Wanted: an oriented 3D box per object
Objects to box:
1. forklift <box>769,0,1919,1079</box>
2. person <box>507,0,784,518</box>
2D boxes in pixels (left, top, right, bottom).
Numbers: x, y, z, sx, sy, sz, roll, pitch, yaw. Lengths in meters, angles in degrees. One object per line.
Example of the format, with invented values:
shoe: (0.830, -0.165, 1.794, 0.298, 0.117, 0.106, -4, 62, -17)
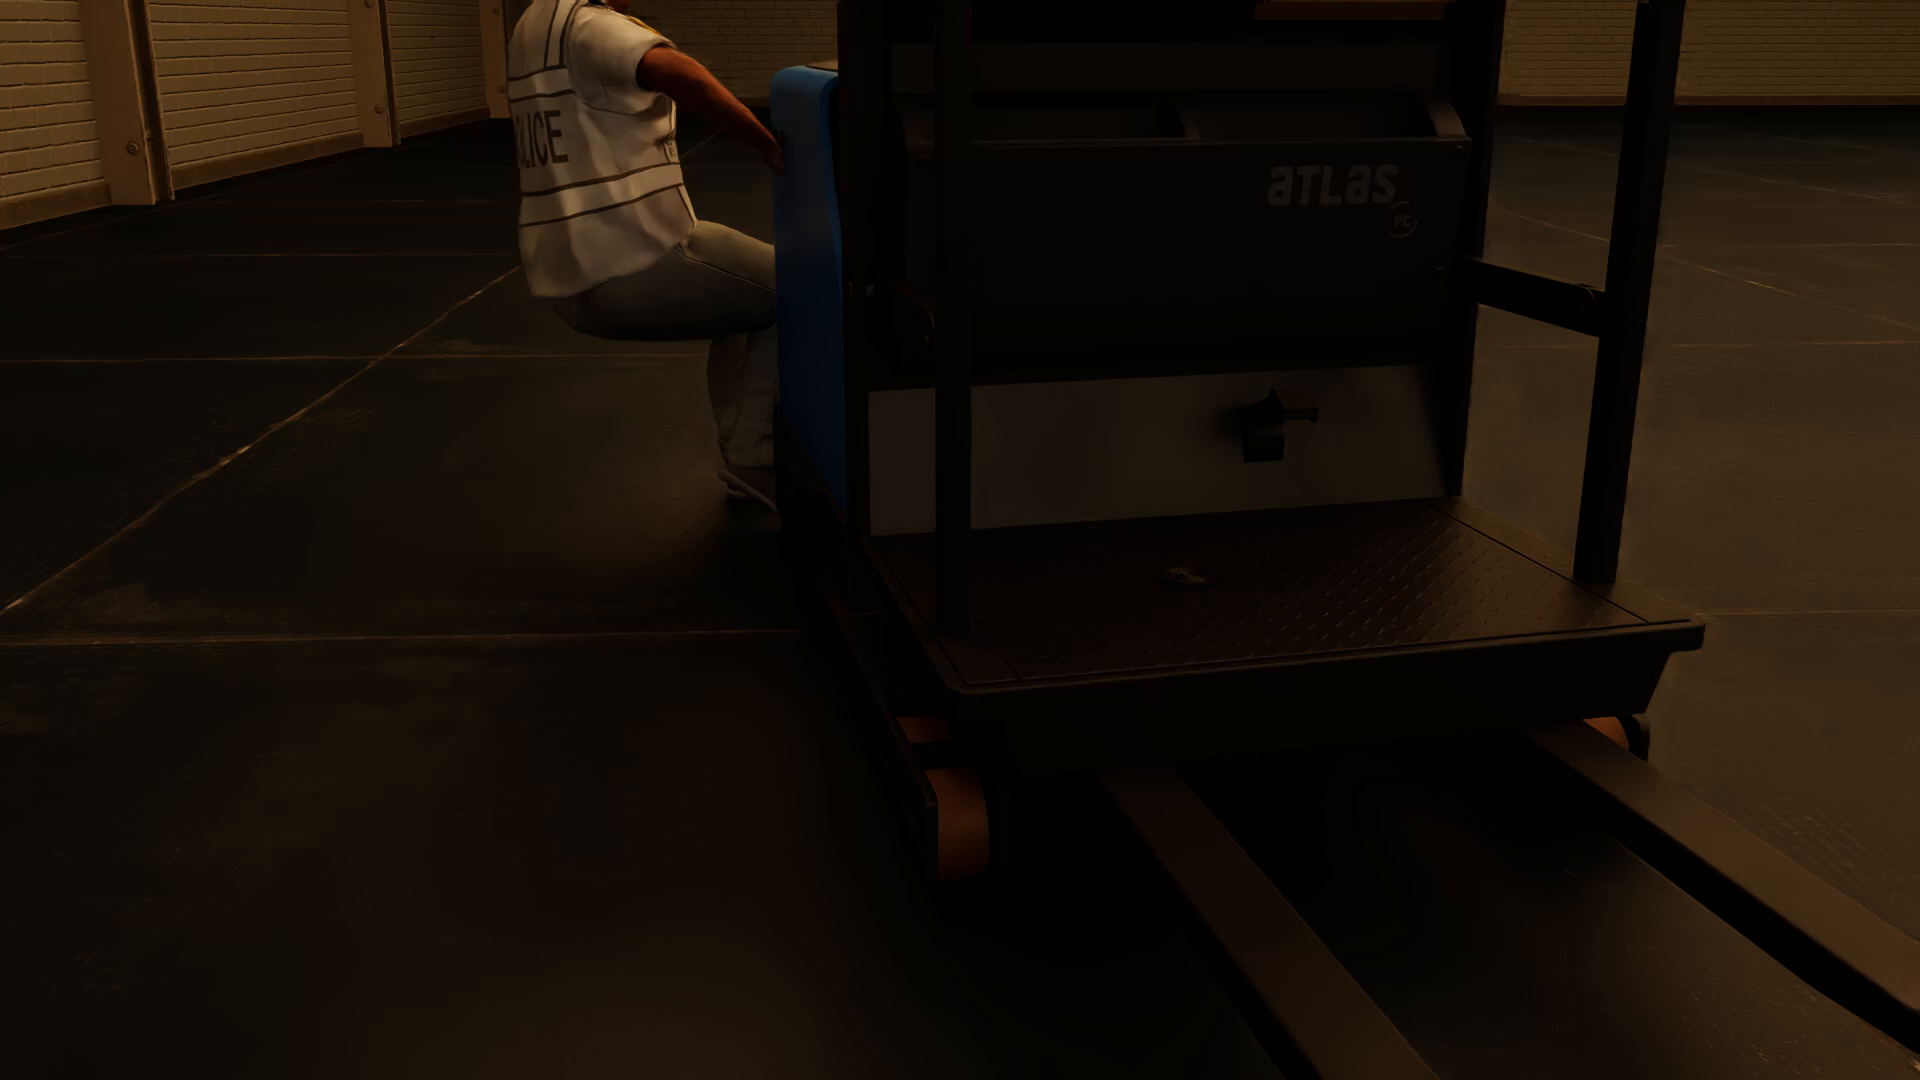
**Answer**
forklift: (0.408, -1.041, 2.309, 1.130, 2.935, 3.031, -4, 17, -13)
person: (-0.609, -0.744, 3.887, 0.824, 1.428, 0.900, -16, 23, -42)
